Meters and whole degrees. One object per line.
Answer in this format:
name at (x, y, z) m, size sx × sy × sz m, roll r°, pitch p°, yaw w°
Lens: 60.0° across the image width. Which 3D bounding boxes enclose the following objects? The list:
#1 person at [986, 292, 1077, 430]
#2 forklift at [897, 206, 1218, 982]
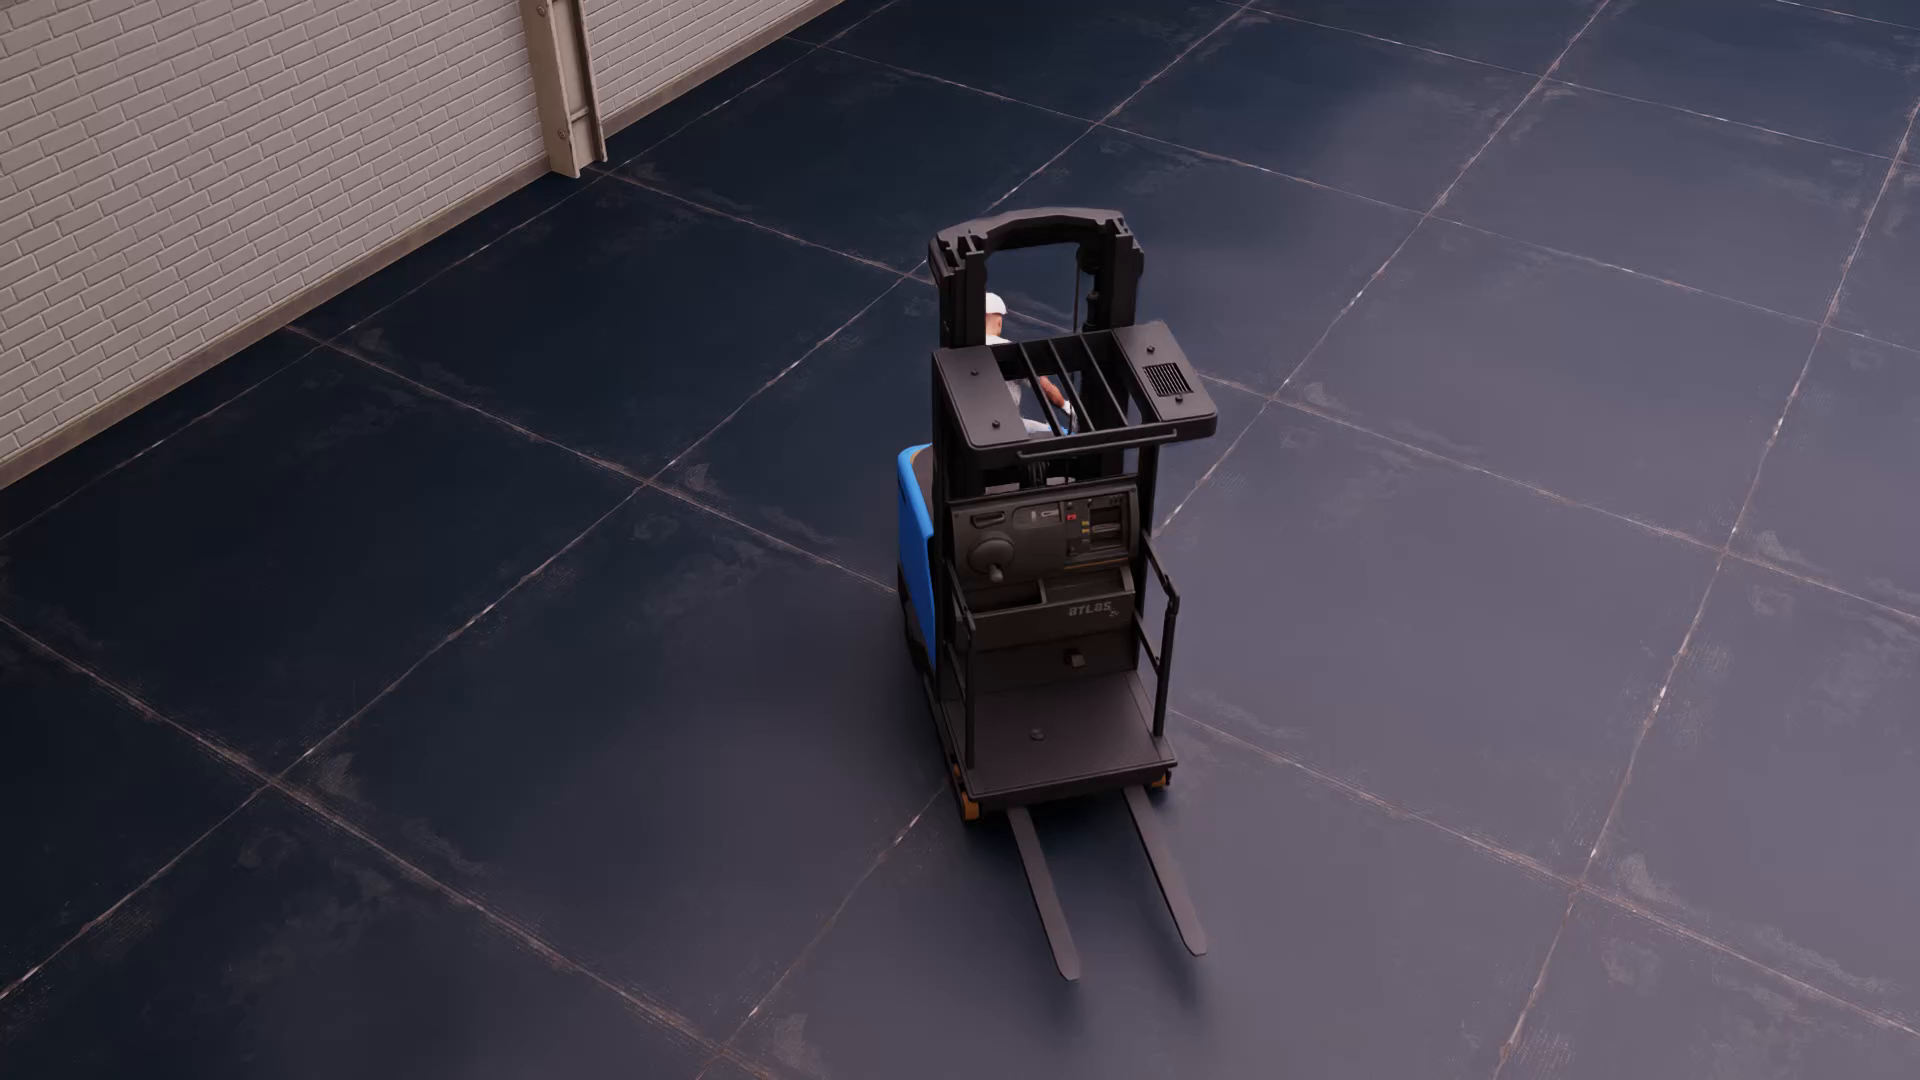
person at (0.308, -0.931, 10.214) m, size 0.981 × 1.452 × 1.111 m, roll 19°, pitch 44°, yaw 21°
forklift at (0.469, 0.049, 7.910) m, size 1.130 × 2.935 × 3.031 m, roll -9°, pitch 41°, yaw -10°
